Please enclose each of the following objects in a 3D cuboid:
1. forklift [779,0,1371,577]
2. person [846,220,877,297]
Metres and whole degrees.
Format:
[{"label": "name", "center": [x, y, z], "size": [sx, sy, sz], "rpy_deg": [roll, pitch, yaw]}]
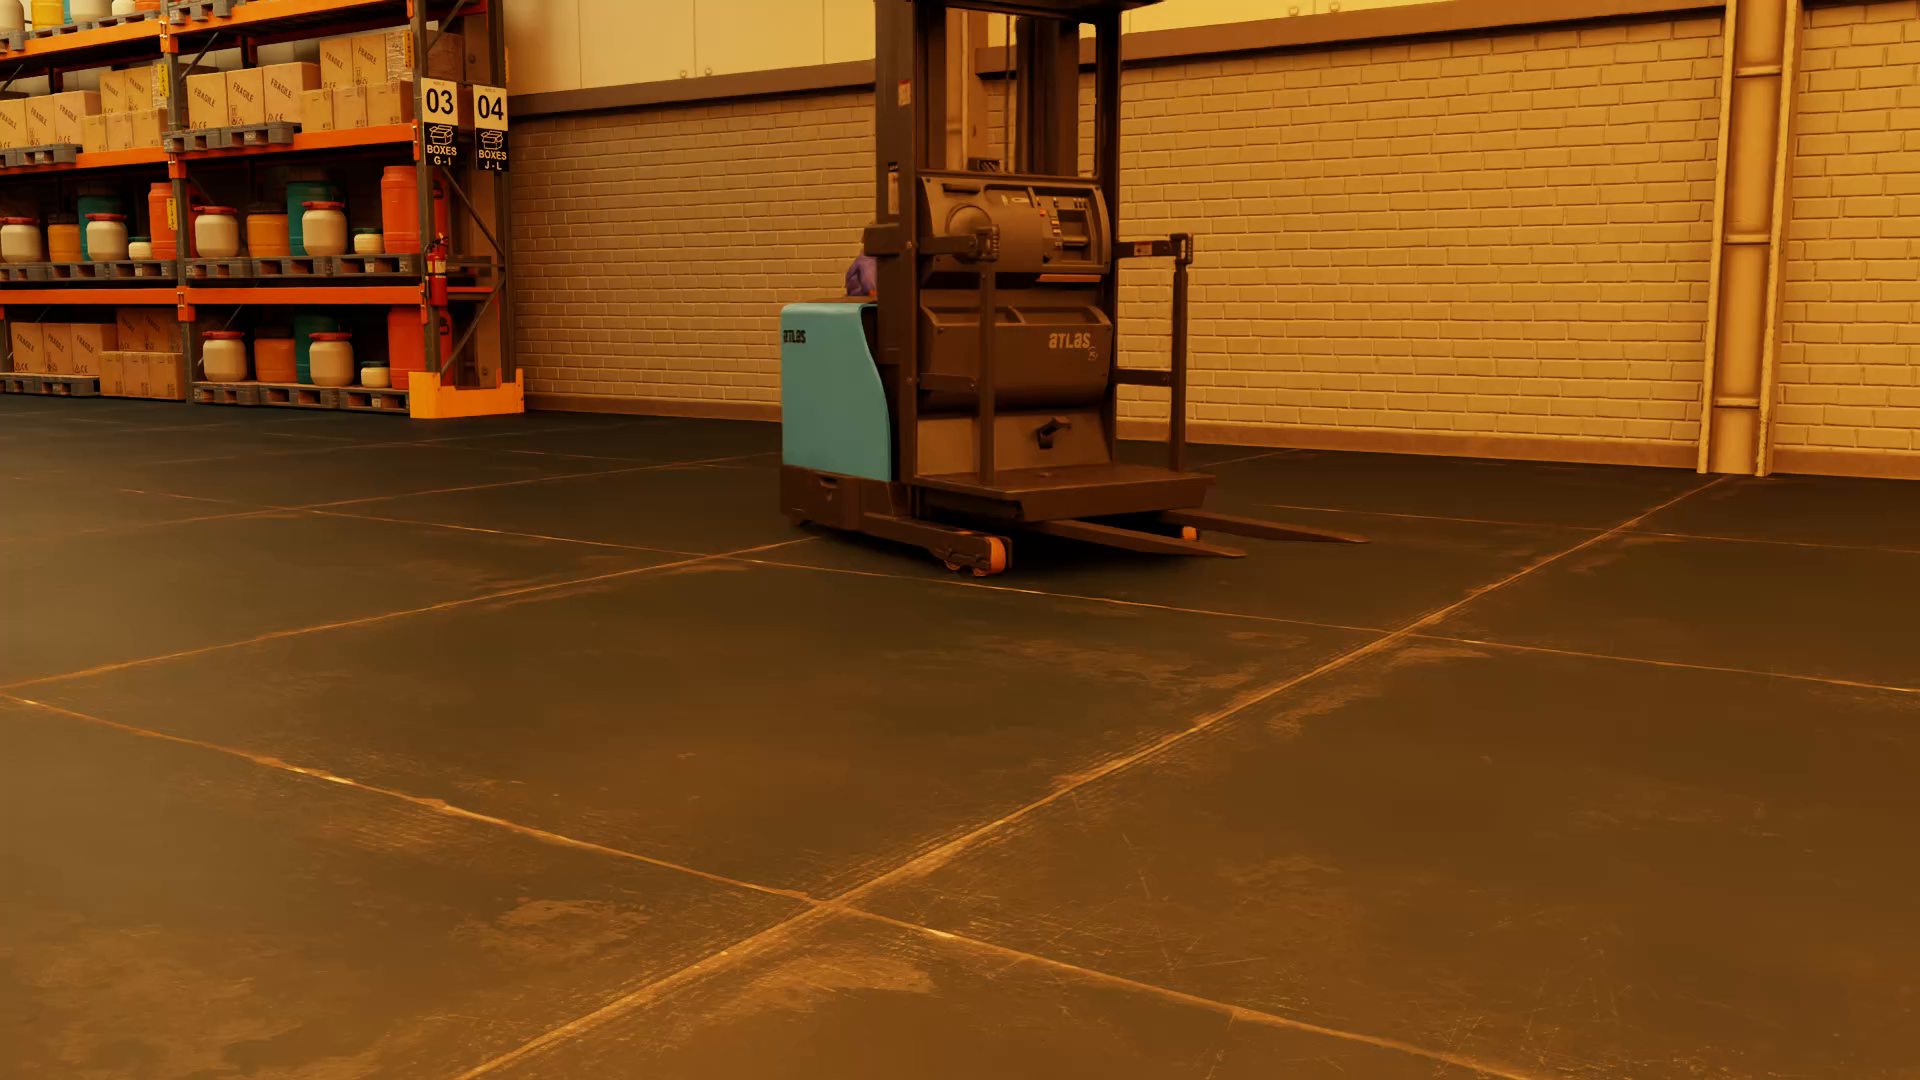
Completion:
[{"label": "forklift", "center": [0.367, -1.379, 6.890], "size": [1.130, 2.935, 3.031], "rpy_deg": [-5, 10, -33]}, {"label": "person", "center": [-0.531, -1.215, 10.549], "size": [0.471, 1.609, 0.678], "rpy_deg": [-4, 9, -24]}]
